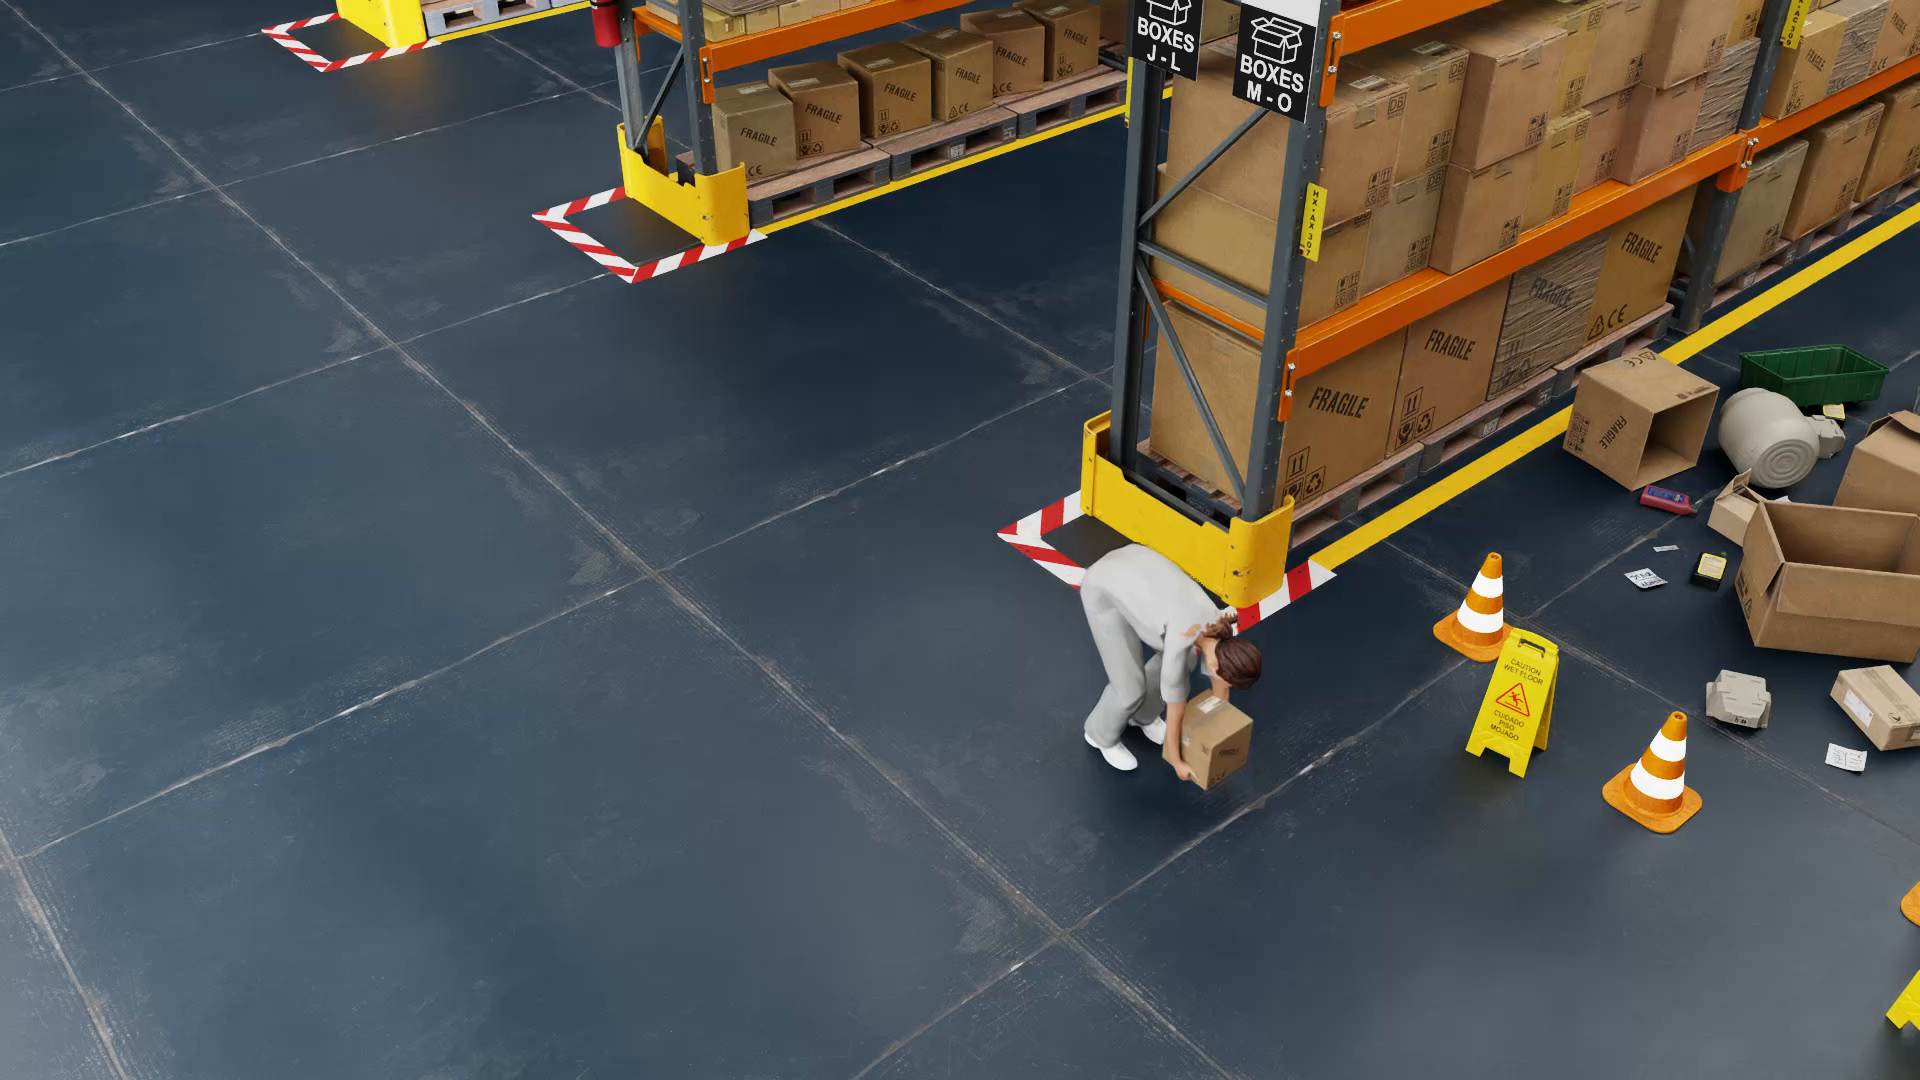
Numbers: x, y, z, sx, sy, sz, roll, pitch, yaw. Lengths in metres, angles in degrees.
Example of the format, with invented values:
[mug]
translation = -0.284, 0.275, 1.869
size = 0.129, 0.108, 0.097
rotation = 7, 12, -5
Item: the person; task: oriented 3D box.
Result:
[person]
translation = 0.878, 0.546, 6.855
size = 0.432, 1.056, 0.873
rotation = -28, 44, -33
